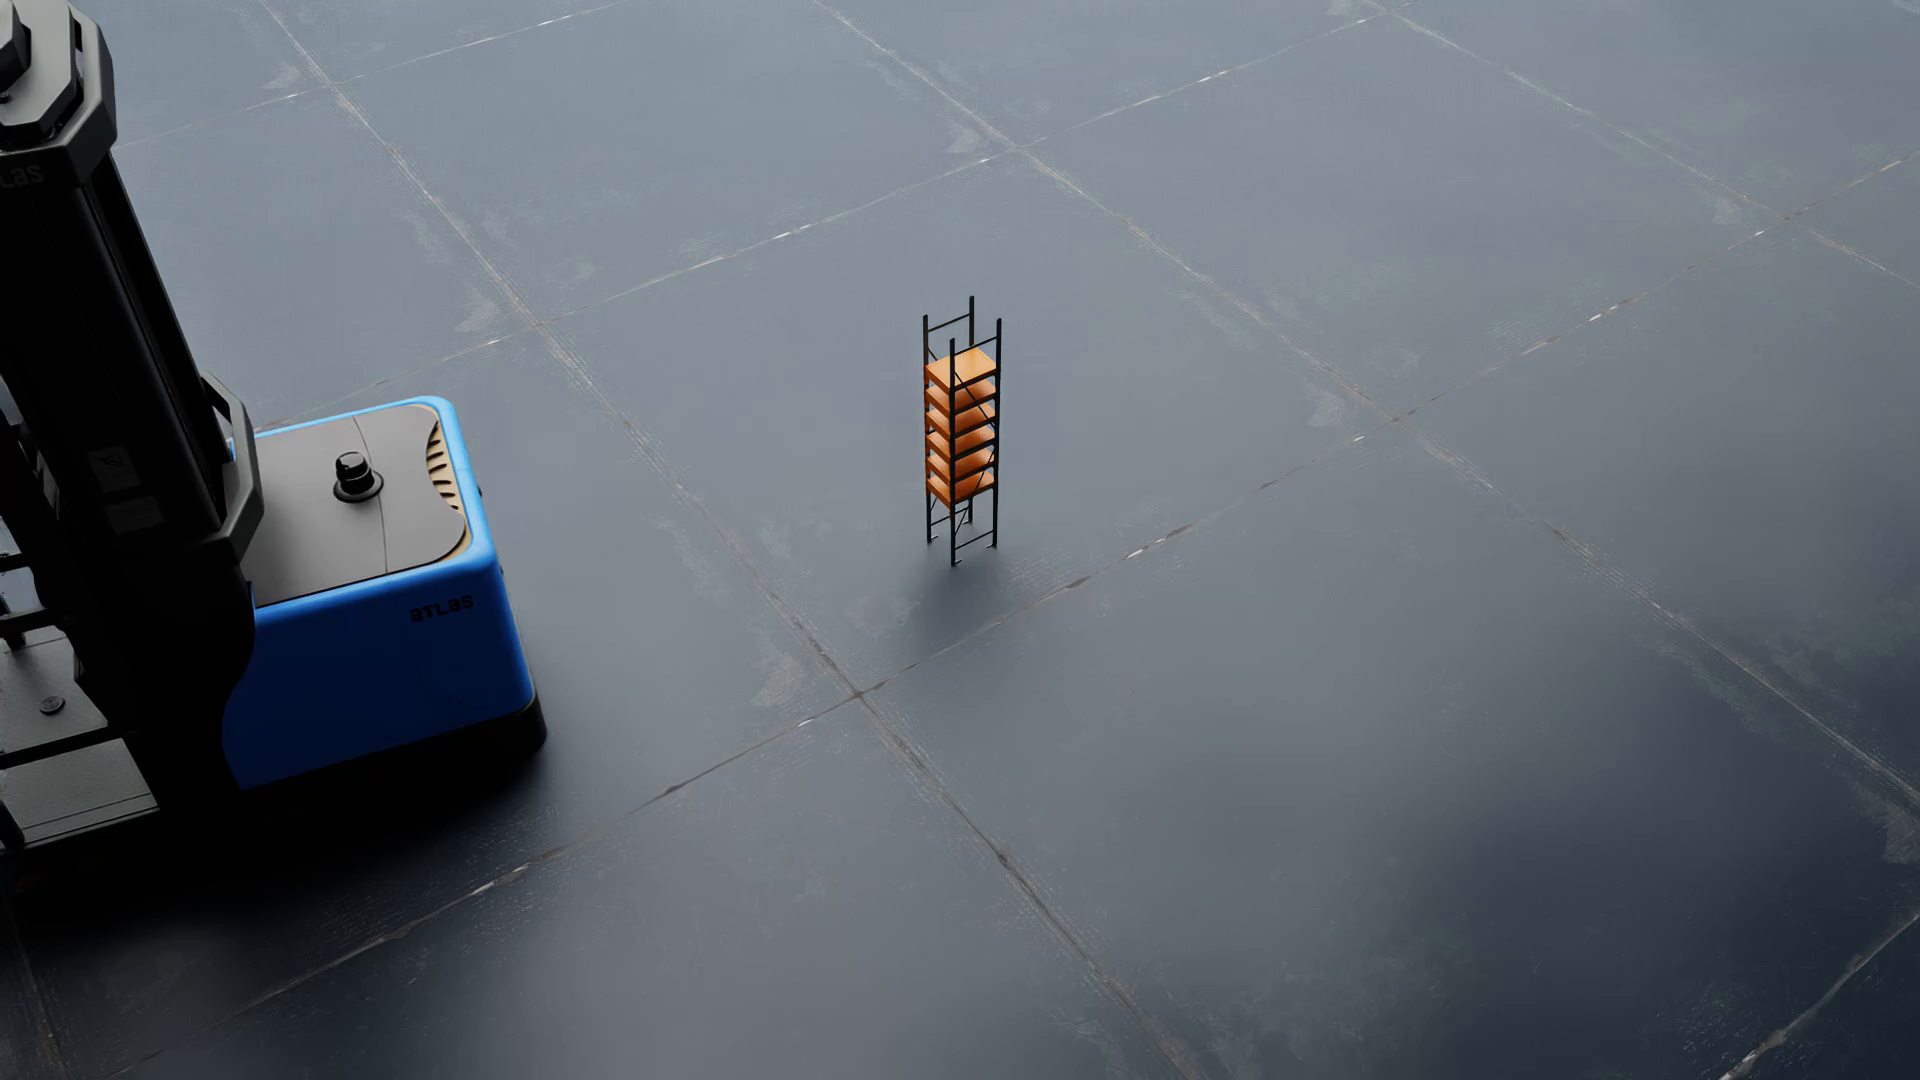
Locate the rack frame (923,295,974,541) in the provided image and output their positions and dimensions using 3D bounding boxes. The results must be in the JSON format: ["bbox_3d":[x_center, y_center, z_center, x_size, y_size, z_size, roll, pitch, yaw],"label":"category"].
[{"bbox_3d":[-0.044,-0.478,6.872,0.240,1.200,0.006,-26,49,-24],"label":"rack frame"}]

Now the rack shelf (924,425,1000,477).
[{"bbox_3d":[0.008,-0.394,6.849,0.258,0.103,0.180,-26,49,-24],"label":"rack shelf"}]

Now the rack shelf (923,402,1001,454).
[{"bbox_3d":[0.008,-0.480,6.766,0.258,0.103,0.180,-26,49,-24],"label":"rack shelf"}]

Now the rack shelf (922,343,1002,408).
[{"bbox_3d":[0.008,-0.654,6.600,0.258,0.103,0.180,-26,49,-24],"label":"rack shelf"}]

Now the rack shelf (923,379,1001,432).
[{"bbox_3d":[0.008,-0.567,6.683,0.258,0.103,0.180,-26,49,-24],"label":"rack shelf"}]

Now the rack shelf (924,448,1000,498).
[{"bbox_3d":[0.008,-0.307,6.932,0.258,0.103,0.180,-26,49,-24],"label":"rack shelf"}]

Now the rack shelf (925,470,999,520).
[{"bbox_3d":[0.008,-0.220,7.014,0.258,0.103,0.180,-26,49,-24],"label":"rack shelf"}]

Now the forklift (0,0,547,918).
[{"bbox_3d":[-3.147,-0.161,5.287,3.031,2.935,1.130,-15,46,-16],"label":"forklift"}]

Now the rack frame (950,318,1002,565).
[{"bbox_3d":[0.061,-0.374,6.764,0.240,1.200,0.006,-26,49,-24],"label":"rack frame"}]

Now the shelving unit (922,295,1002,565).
[{"bbox_3d":[0.008,-0.426,6.818,0.258,1.200,0.189,-26,49,-24],"label":"shelving unit"}]
